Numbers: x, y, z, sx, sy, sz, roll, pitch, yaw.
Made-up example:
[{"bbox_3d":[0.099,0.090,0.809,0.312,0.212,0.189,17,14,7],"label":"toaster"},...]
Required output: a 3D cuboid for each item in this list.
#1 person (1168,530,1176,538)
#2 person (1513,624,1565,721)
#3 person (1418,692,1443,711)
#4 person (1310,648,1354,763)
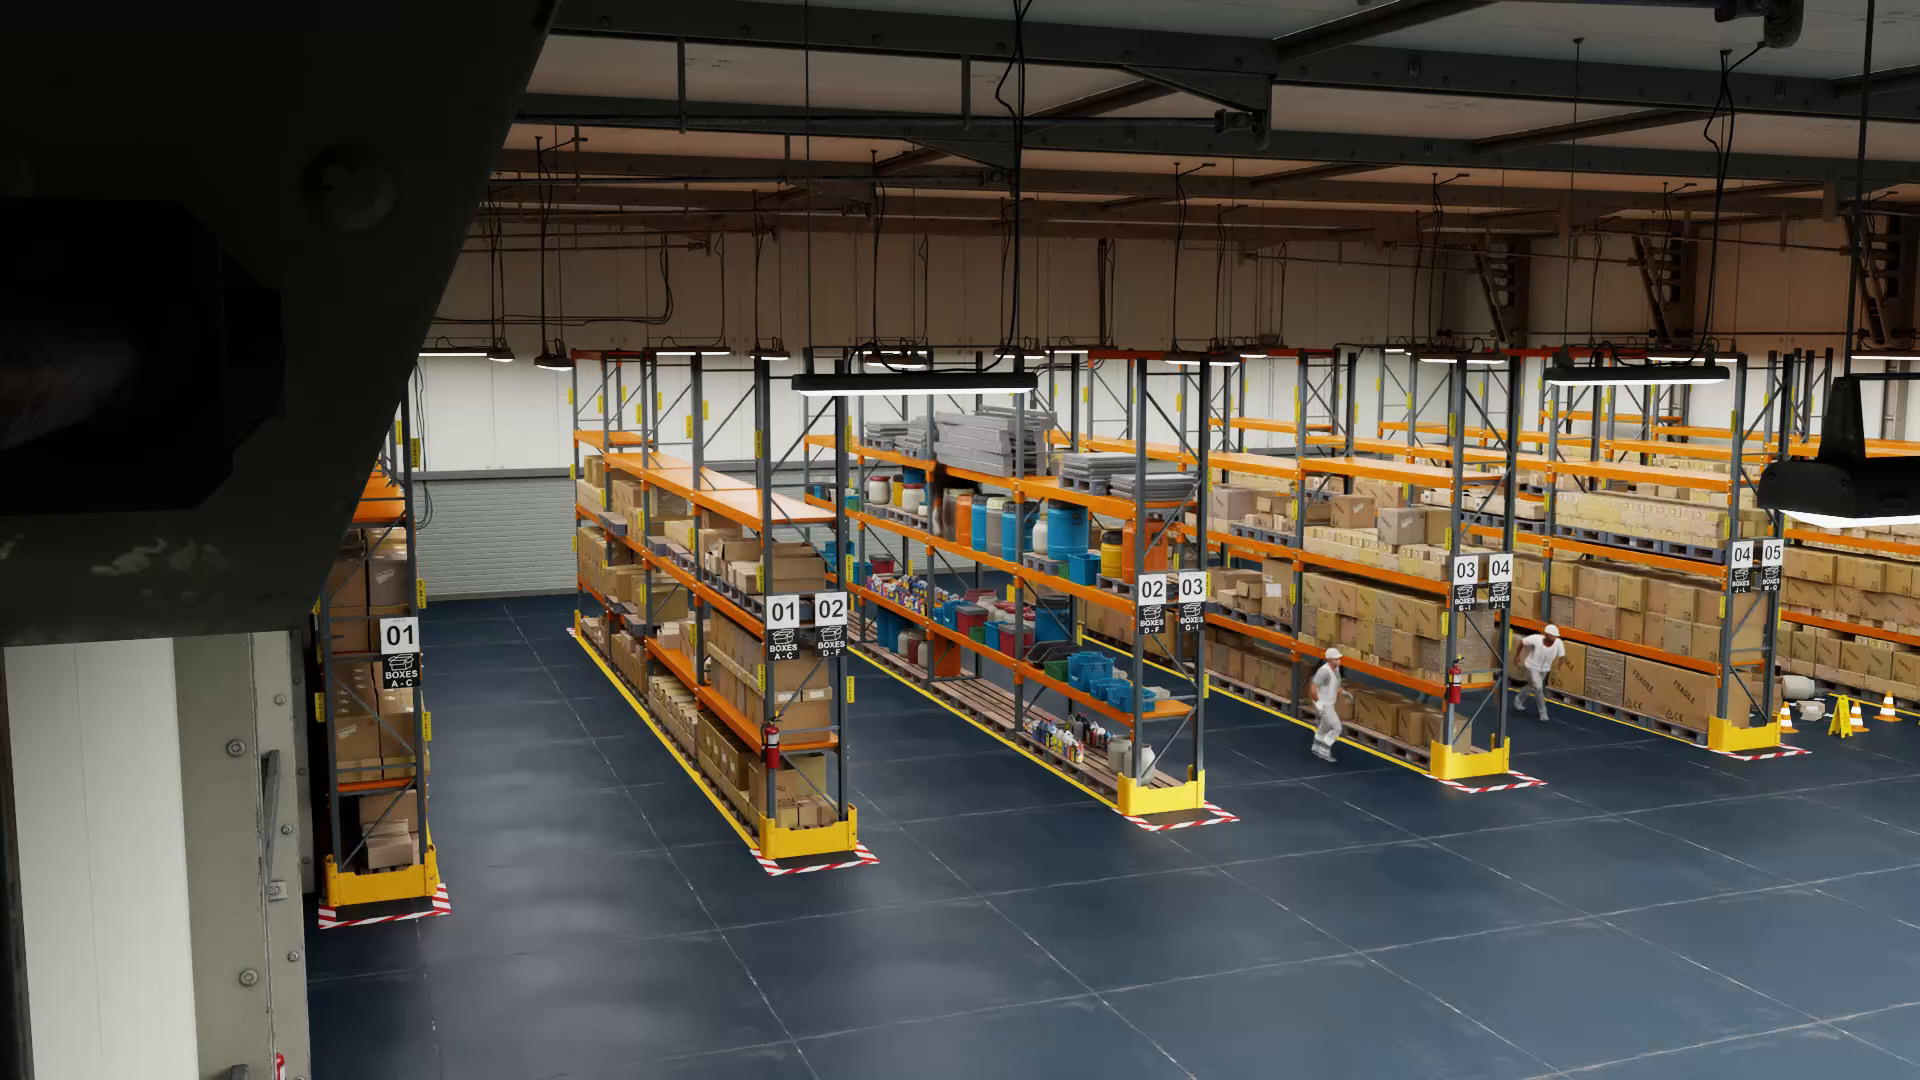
[{"bbox_3d":[5.309,0.161,43.064,0.572,1.706,0.666,2,7,14],"label":"person"},{"bbox_3d":[9.508,2.118,27.416,0.714,1.591,1.080,-1,7,-10],"label":"person"},{"bbox_3d":[7.849,2.144,27.025,0.827,1.707,0.741,0,7,2],"label":"person"},{"bbox_3d":[5.469,2.430,24.654,0.660,1.722,0.704,4,8,31],"label":"person"}]
